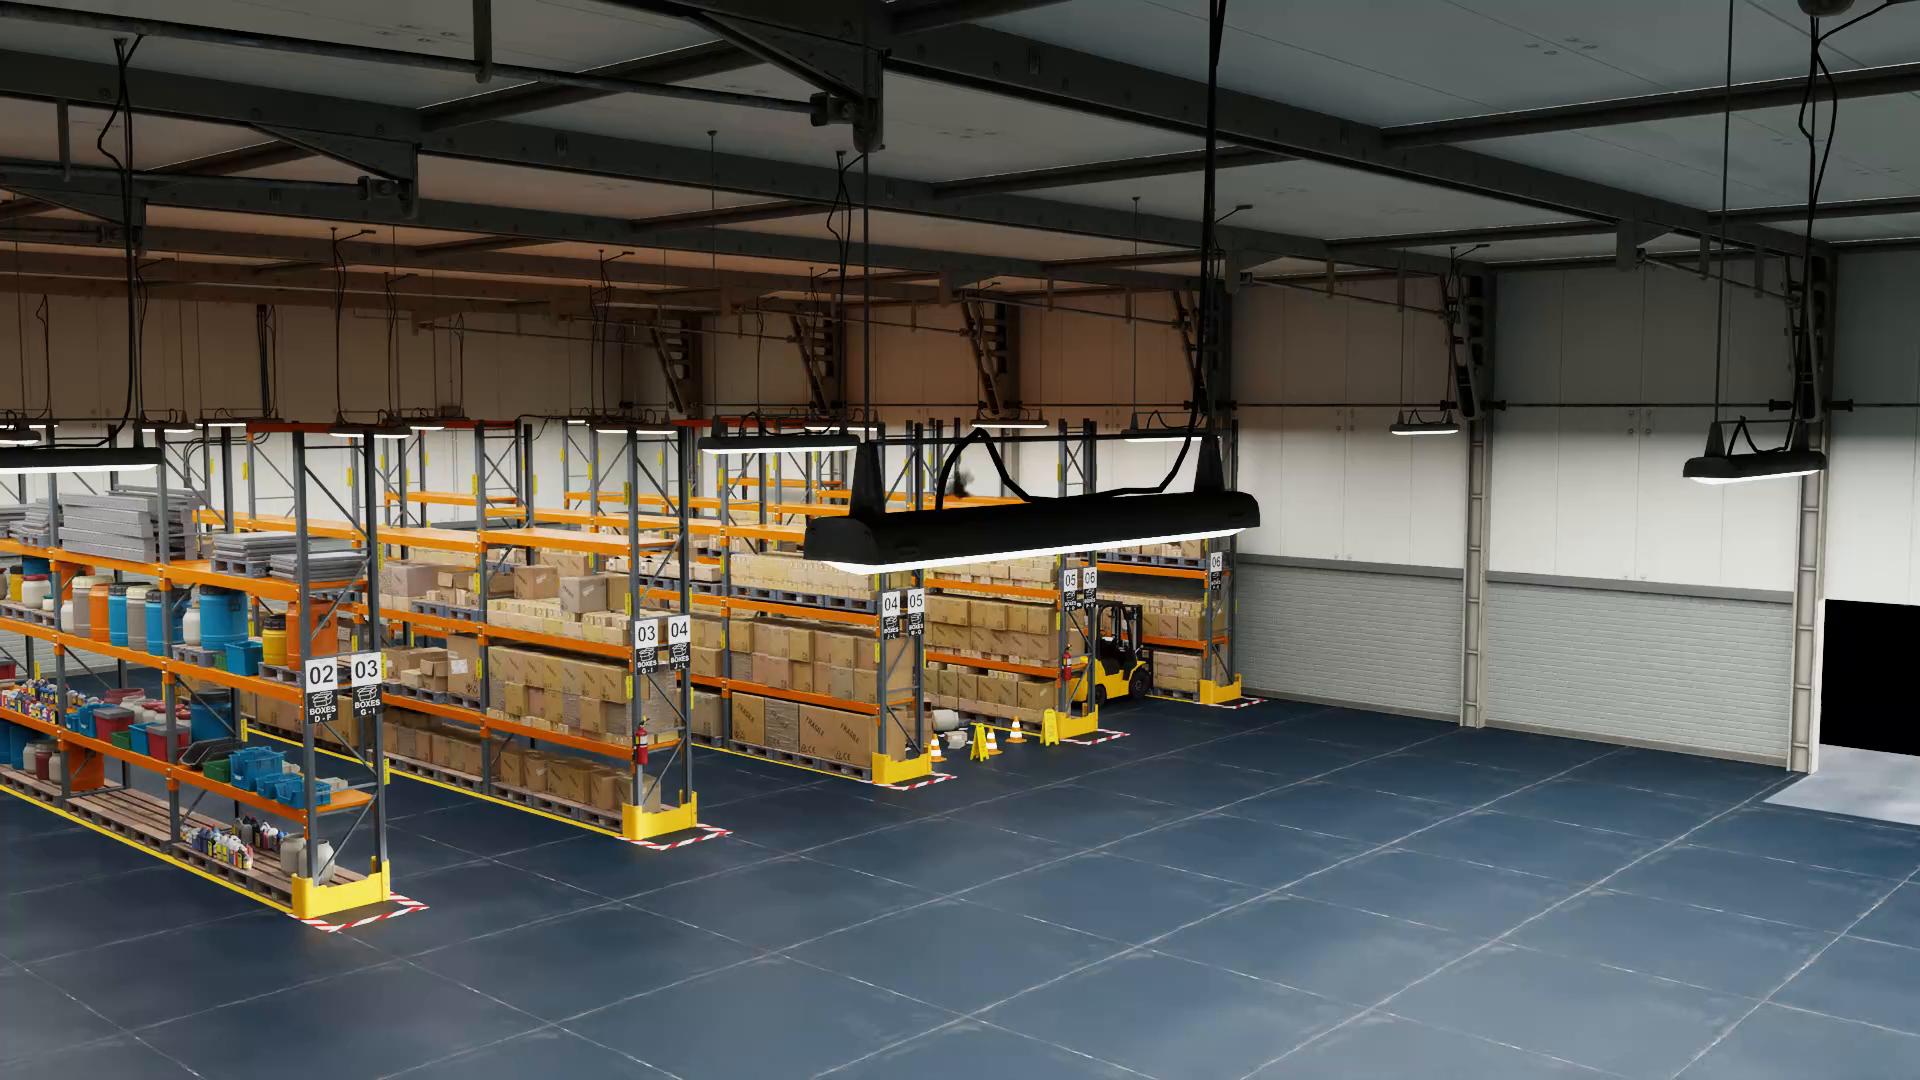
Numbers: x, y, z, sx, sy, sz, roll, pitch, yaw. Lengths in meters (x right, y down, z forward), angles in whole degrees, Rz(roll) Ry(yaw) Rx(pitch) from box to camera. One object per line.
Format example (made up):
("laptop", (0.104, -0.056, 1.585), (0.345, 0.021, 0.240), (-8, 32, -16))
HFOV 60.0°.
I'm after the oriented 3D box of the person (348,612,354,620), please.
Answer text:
("person", (-14.137, 2.388, 38.831), (0.578, 1.604, 0.704), (0, 5, 6))
